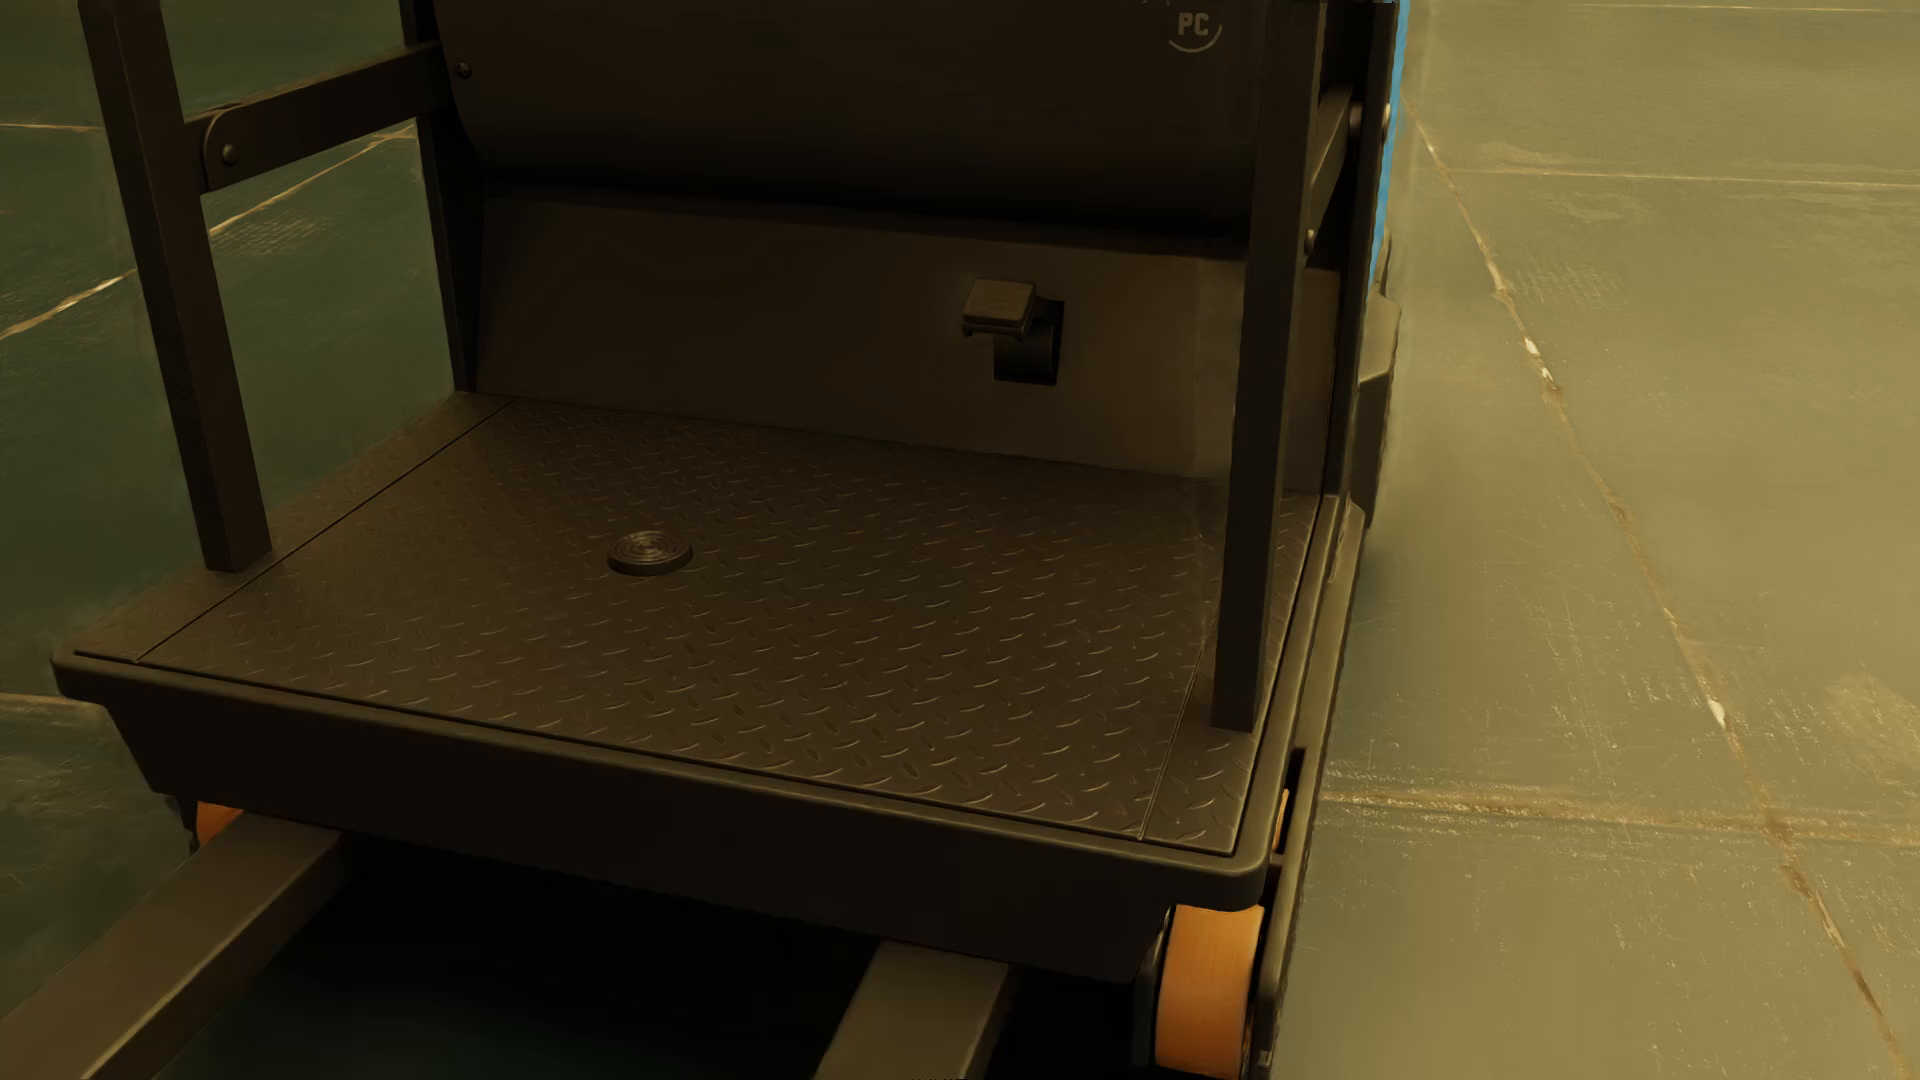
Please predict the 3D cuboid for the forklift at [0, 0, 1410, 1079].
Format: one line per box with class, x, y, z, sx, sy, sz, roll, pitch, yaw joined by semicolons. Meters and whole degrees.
forklift;-0.167;-1.019;1.259;1.130;2.935;3.031;8;27;15
